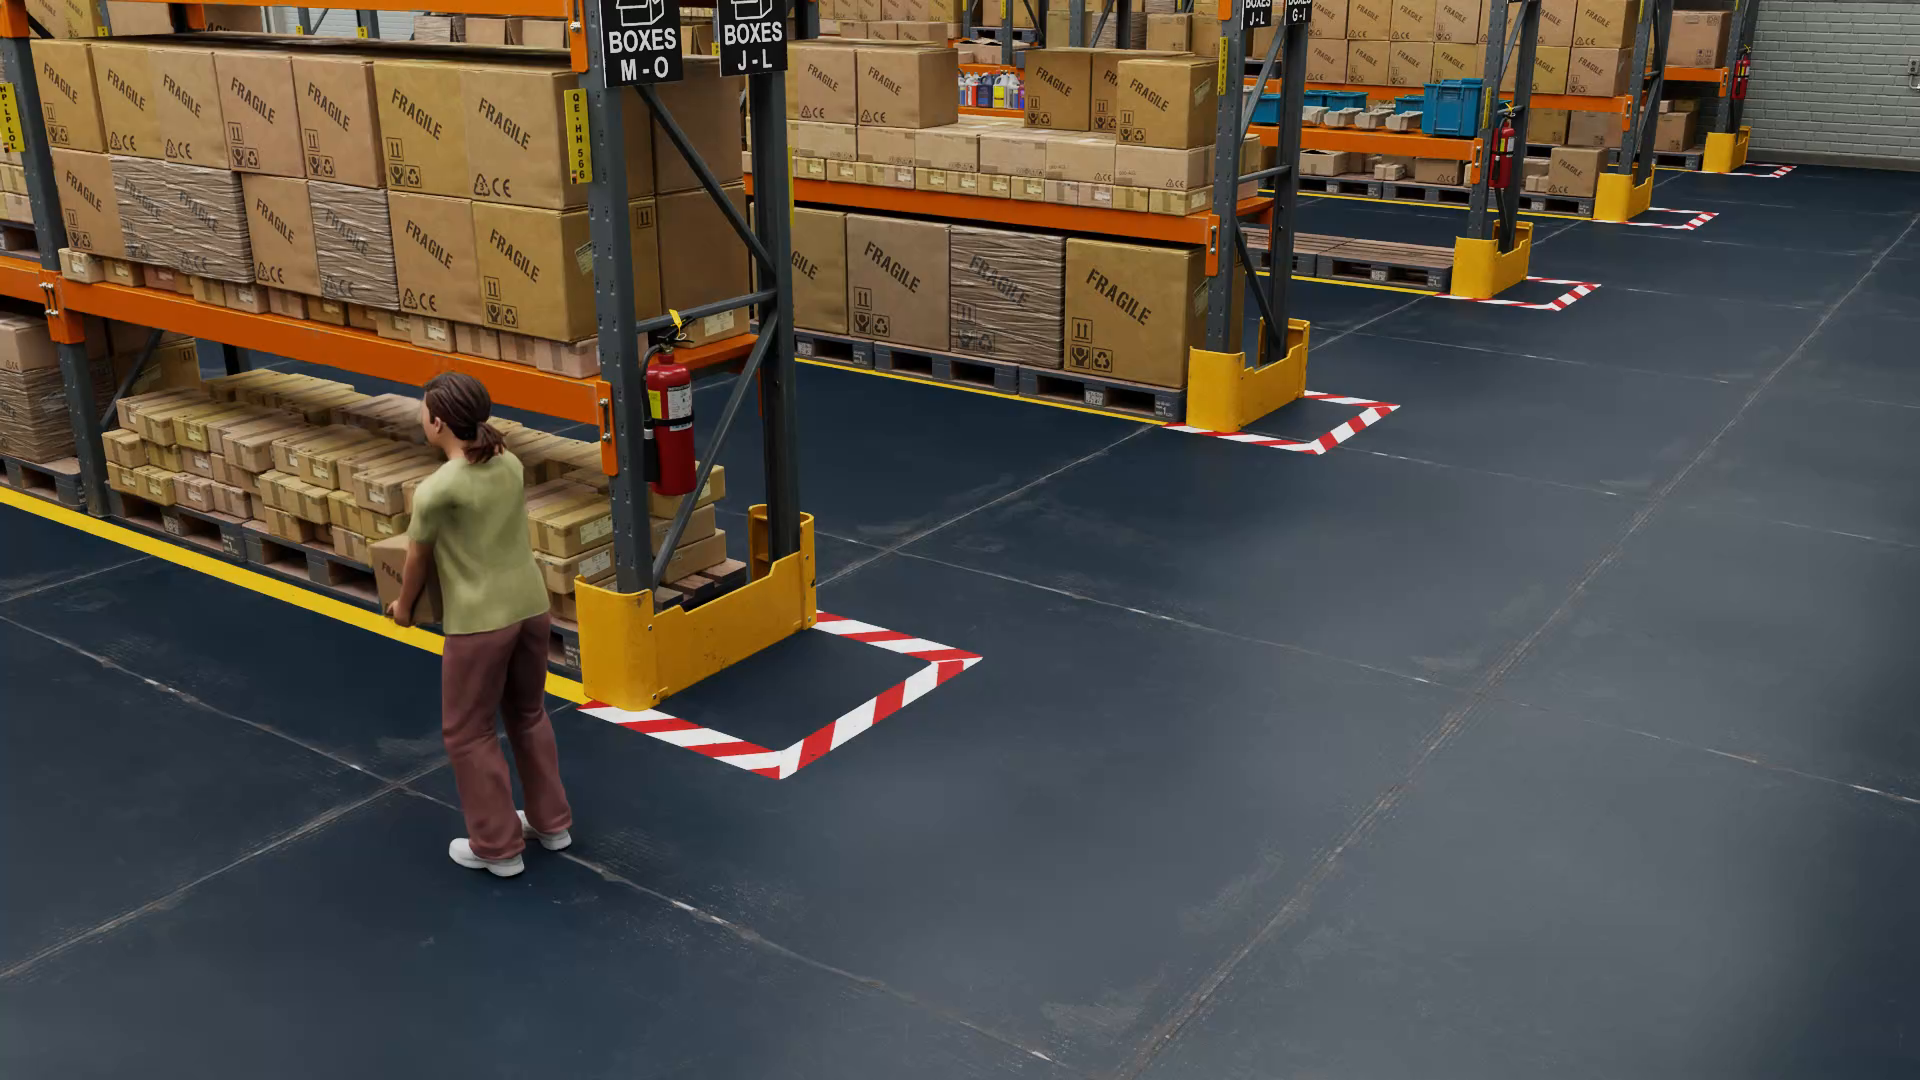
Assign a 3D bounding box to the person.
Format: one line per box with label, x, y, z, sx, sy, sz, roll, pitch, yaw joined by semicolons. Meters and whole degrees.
person;-1.581;0.261;5.377;0.506;1.665;0.408;13;23;31
